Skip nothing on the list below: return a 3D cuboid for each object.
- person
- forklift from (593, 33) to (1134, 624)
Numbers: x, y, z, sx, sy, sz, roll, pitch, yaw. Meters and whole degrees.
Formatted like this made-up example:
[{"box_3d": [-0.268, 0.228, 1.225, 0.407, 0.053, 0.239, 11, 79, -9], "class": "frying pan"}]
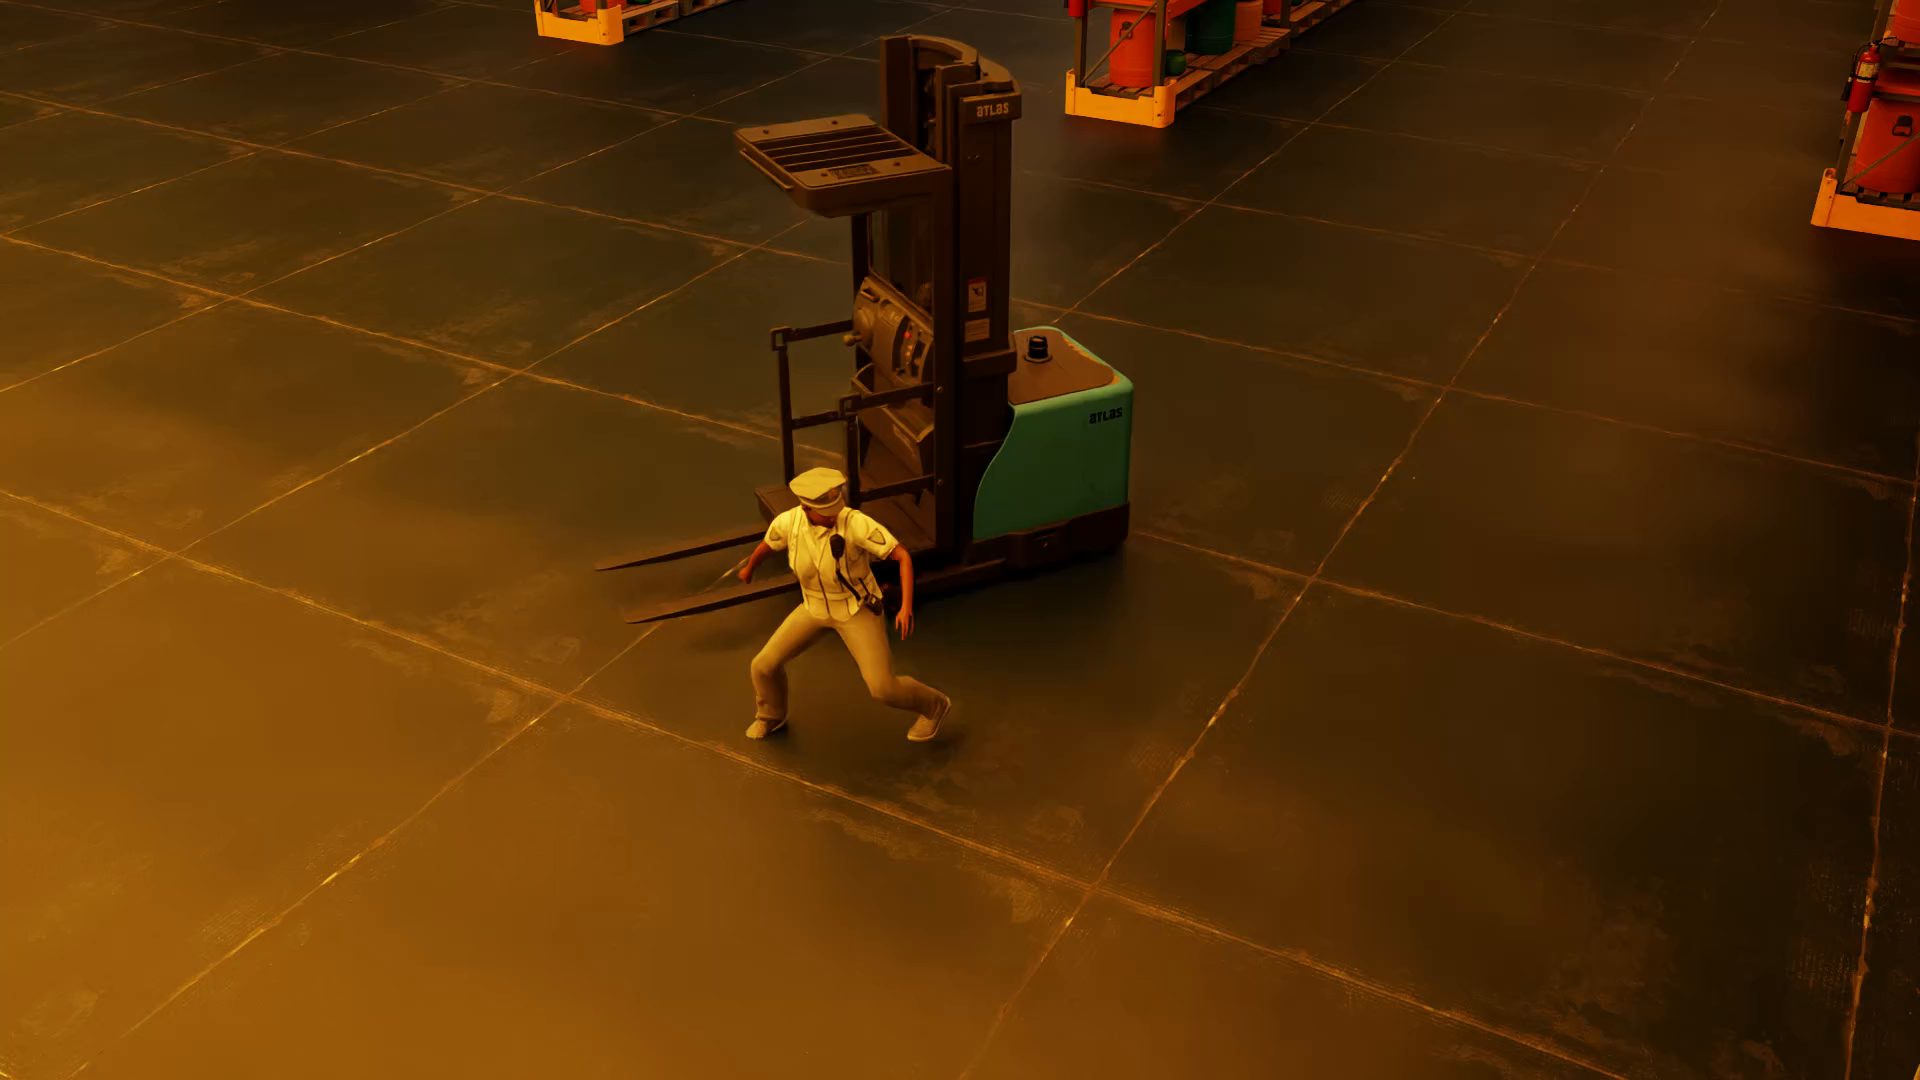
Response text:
[{"box_3d": [-0.646, 0.349, 7.965, 1.110, 1.563, 0.480, 12, 32, 20], "class": "person"}, {"box_3d": [-0.553, -1.122, 9.015, 3.031, 2.935, 1.130, -14, 33, -23], "class": "forklift"}]
